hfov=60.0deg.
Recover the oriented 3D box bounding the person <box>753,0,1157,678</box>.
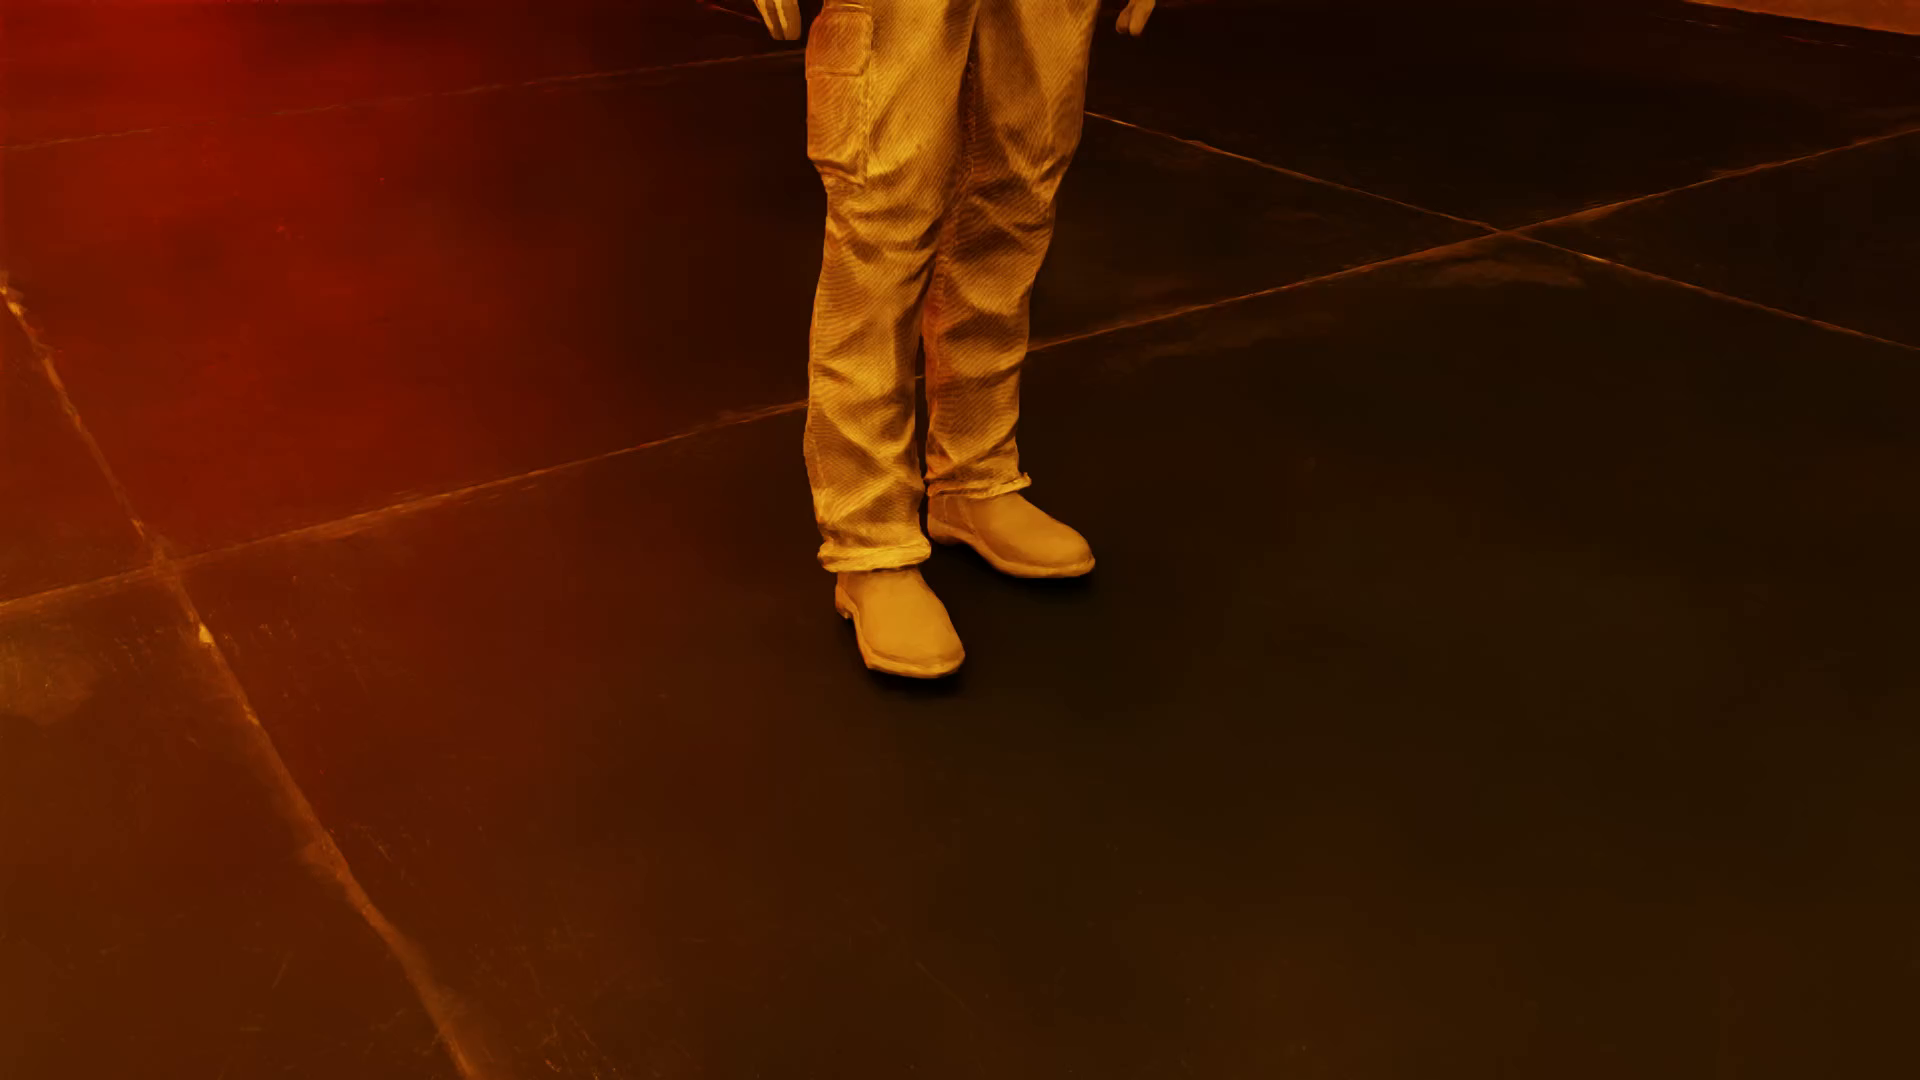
[{"bbox_3d":[0.035,-0.775,2.040,0.655,1.782,0.576,-17,31,-31],"label":"person"}]
